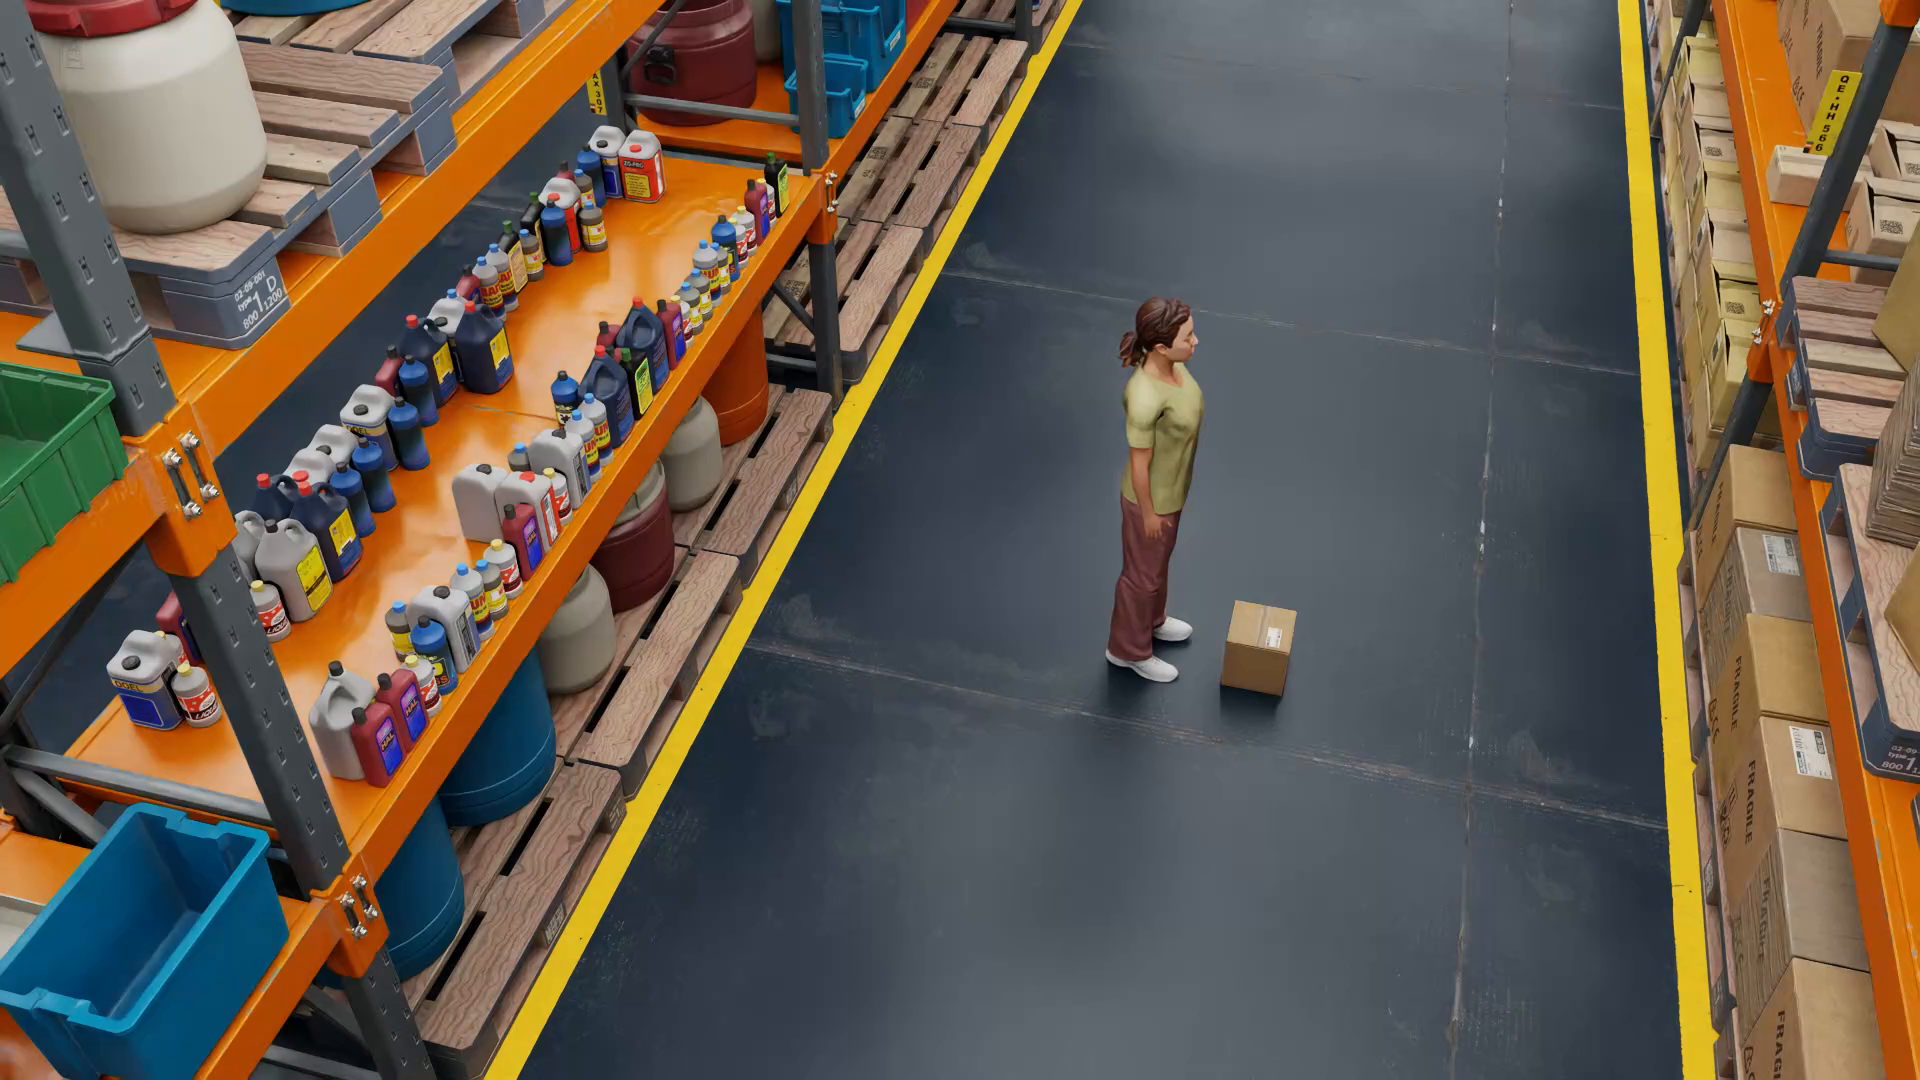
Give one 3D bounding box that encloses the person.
[{"bbox_3d":[0.755,-0.194,6.378,0.392,1.691,0.454,11,42,12],"label":"person"}]
